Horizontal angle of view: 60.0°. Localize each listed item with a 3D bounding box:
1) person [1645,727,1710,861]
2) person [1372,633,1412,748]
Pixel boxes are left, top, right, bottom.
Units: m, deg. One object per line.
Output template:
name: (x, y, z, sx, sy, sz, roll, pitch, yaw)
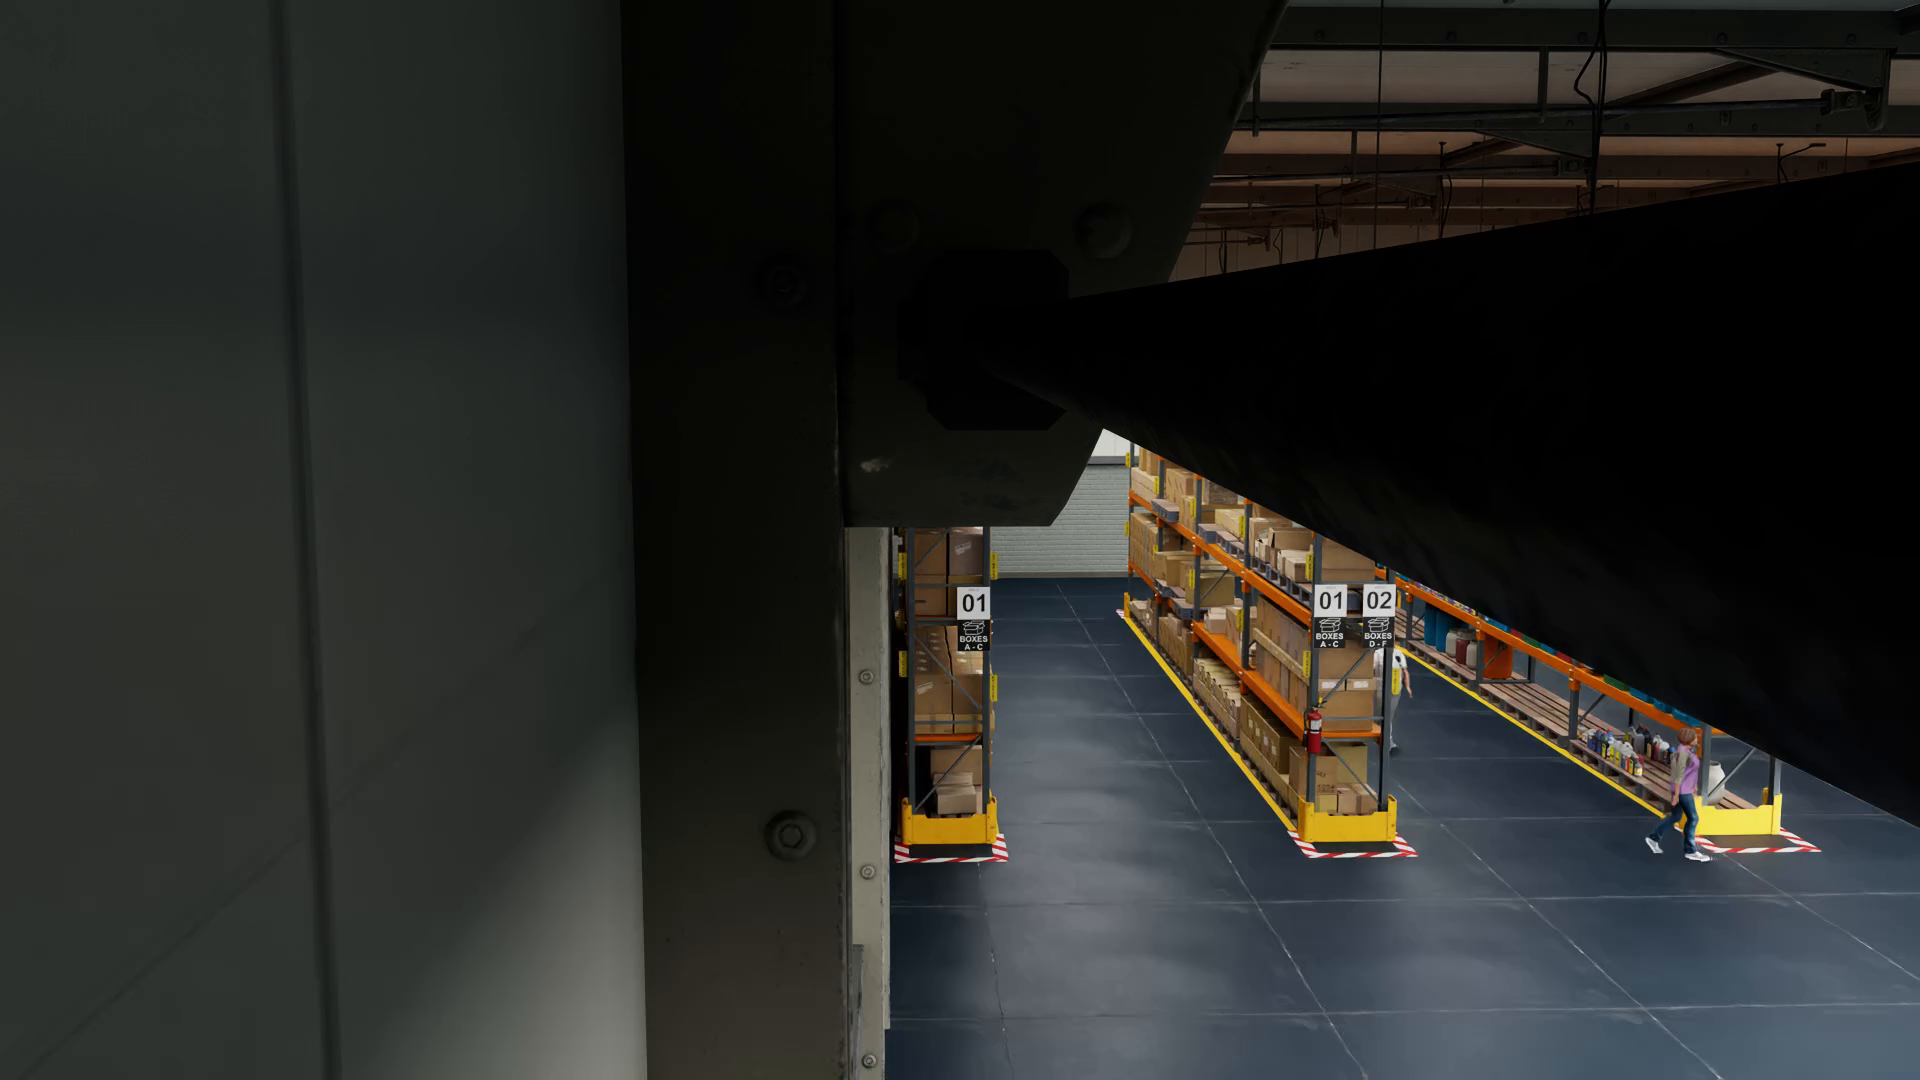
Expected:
person: (8.626, 3.023, 19.920, 0.721, 1.608, 0.458, 3, 8, 22)
person: (6.509, 2.243, 25.128, 0.562, 1.716, 1.035, -1, 7, -7)
